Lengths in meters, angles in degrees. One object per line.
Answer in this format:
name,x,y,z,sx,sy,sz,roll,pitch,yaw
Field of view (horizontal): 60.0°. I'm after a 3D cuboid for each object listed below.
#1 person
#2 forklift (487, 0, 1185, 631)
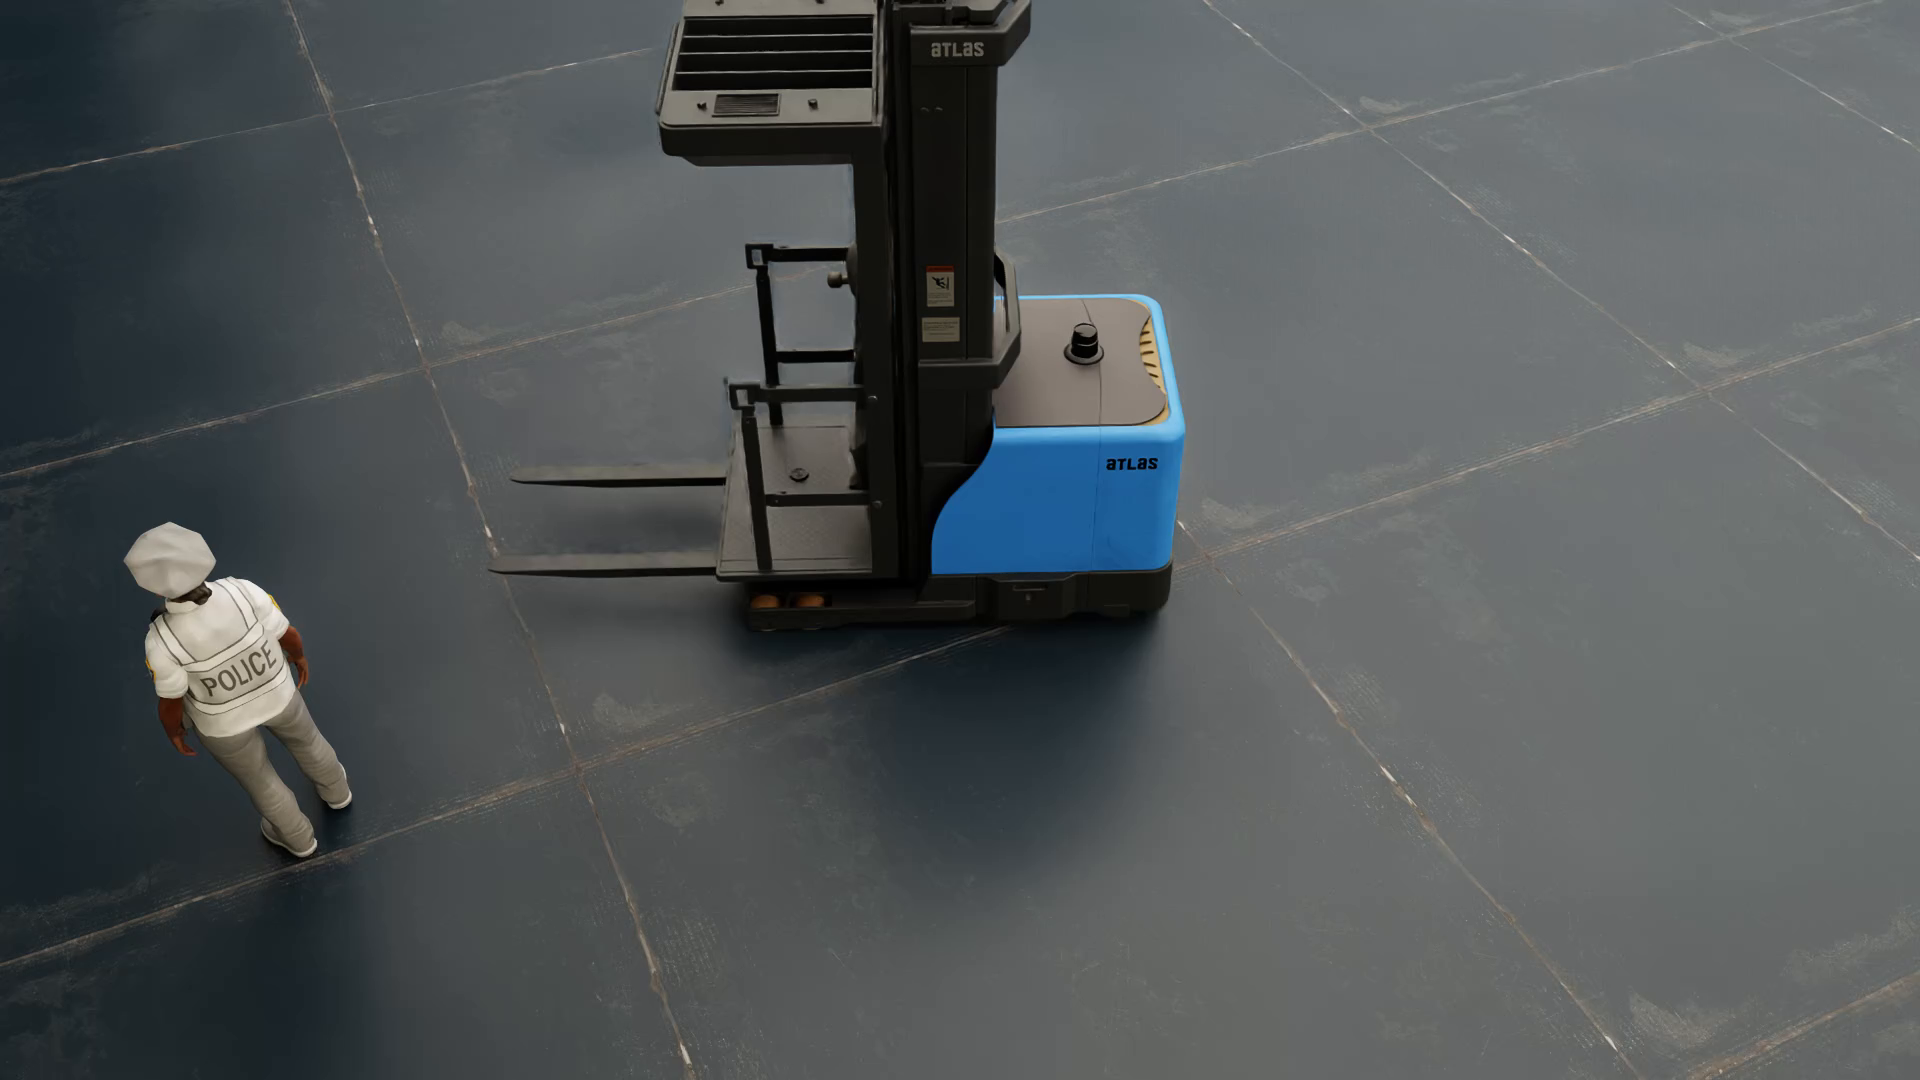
person,-2.611,0.537,6.003,0.567,1.692,0.531,-33,52,-31
forklift,-0.591,-1.034,6.788,3.031,2.935,1.130,-1,43,-1
